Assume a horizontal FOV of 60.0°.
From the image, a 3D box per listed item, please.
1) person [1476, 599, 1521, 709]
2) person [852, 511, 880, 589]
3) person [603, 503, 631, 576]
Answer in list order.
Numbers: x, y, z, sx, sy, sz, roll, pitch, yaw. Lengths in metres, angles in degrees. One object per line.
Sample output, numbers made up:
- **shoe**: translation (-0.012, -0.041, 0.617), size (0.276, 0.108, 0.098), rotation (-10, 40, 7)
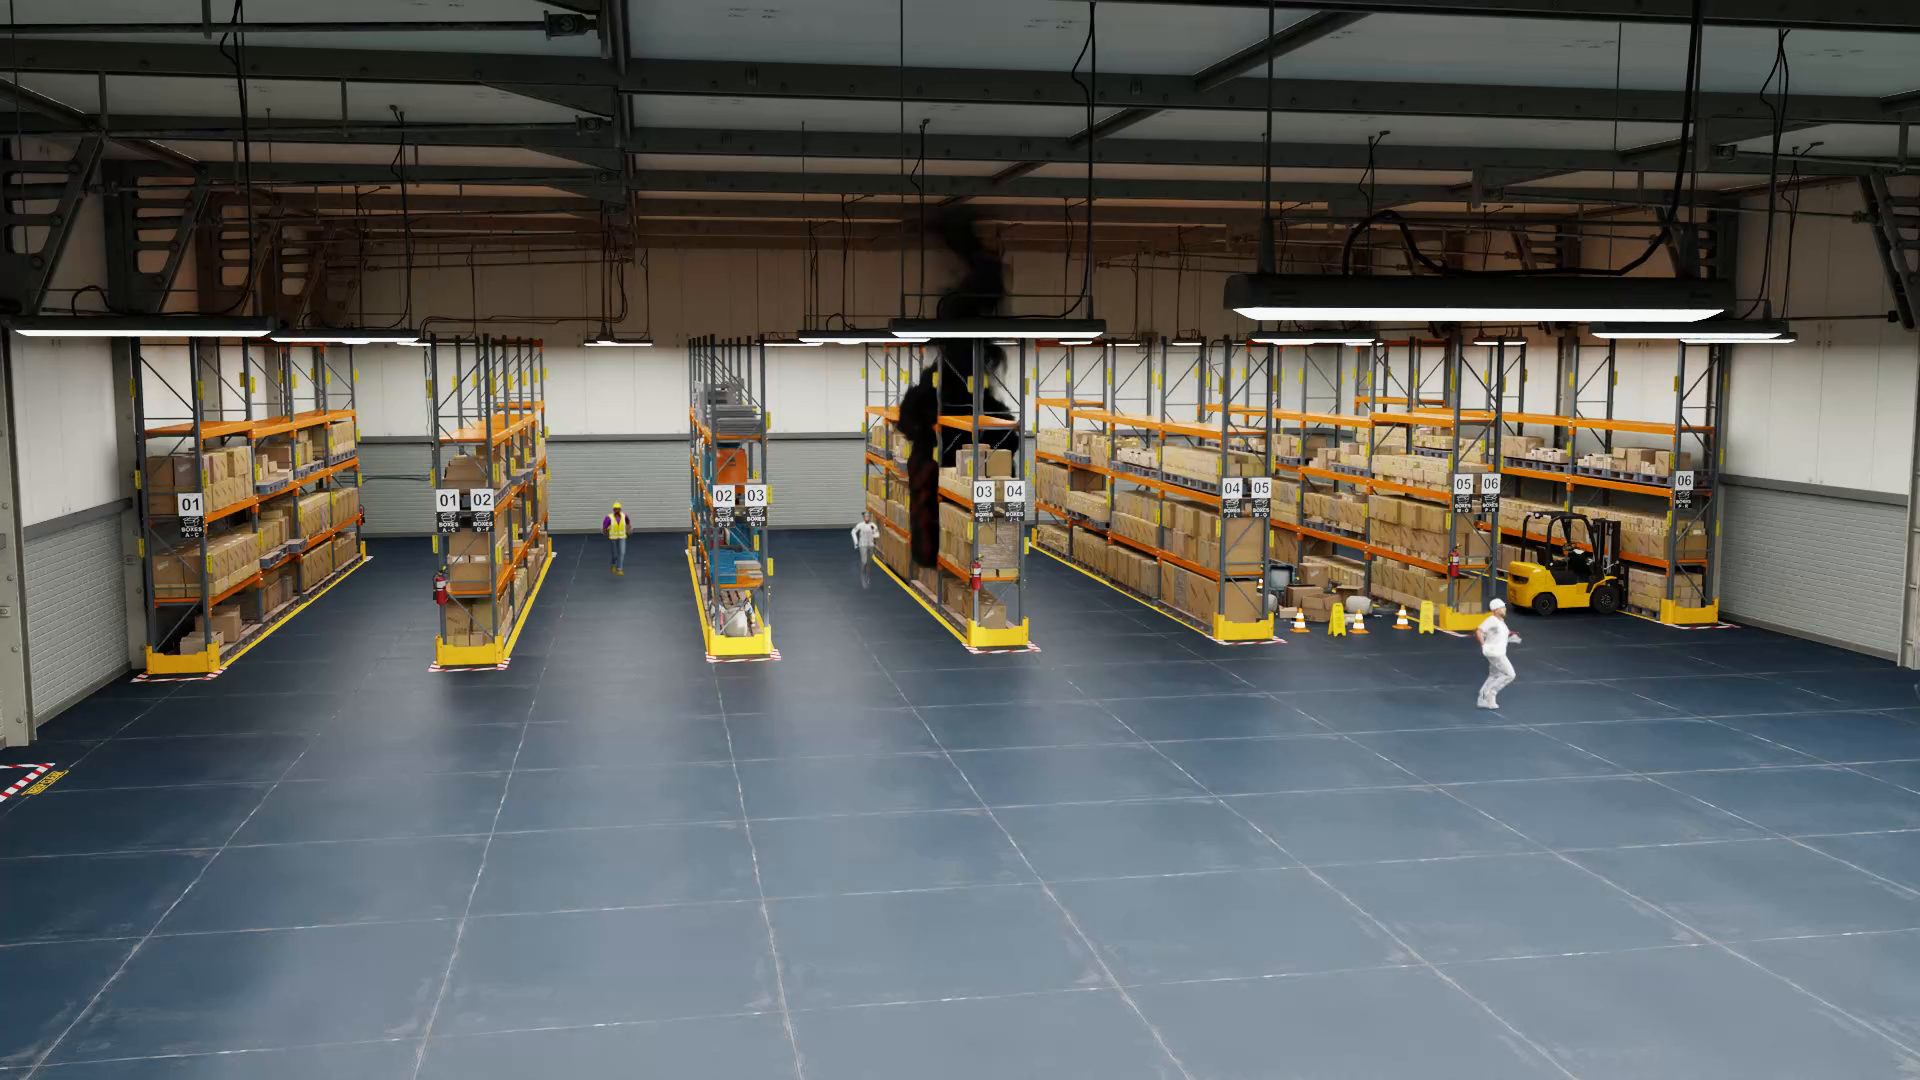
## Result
- **person**: translation (8.570, 1.816, 26.450), size (0.663, 1.753, 0.681), rotation (3, 7, 24)
- **person**: translation (-2.183, 0.212, 38.419), size (0.507, 1.799, 0.705), rotation (-2, 7, -21)
- **person**: translation (-8.297, -0.036, 40.286), size (0.692, 1.749, 0.755), rotation (-3, 7, -22)
